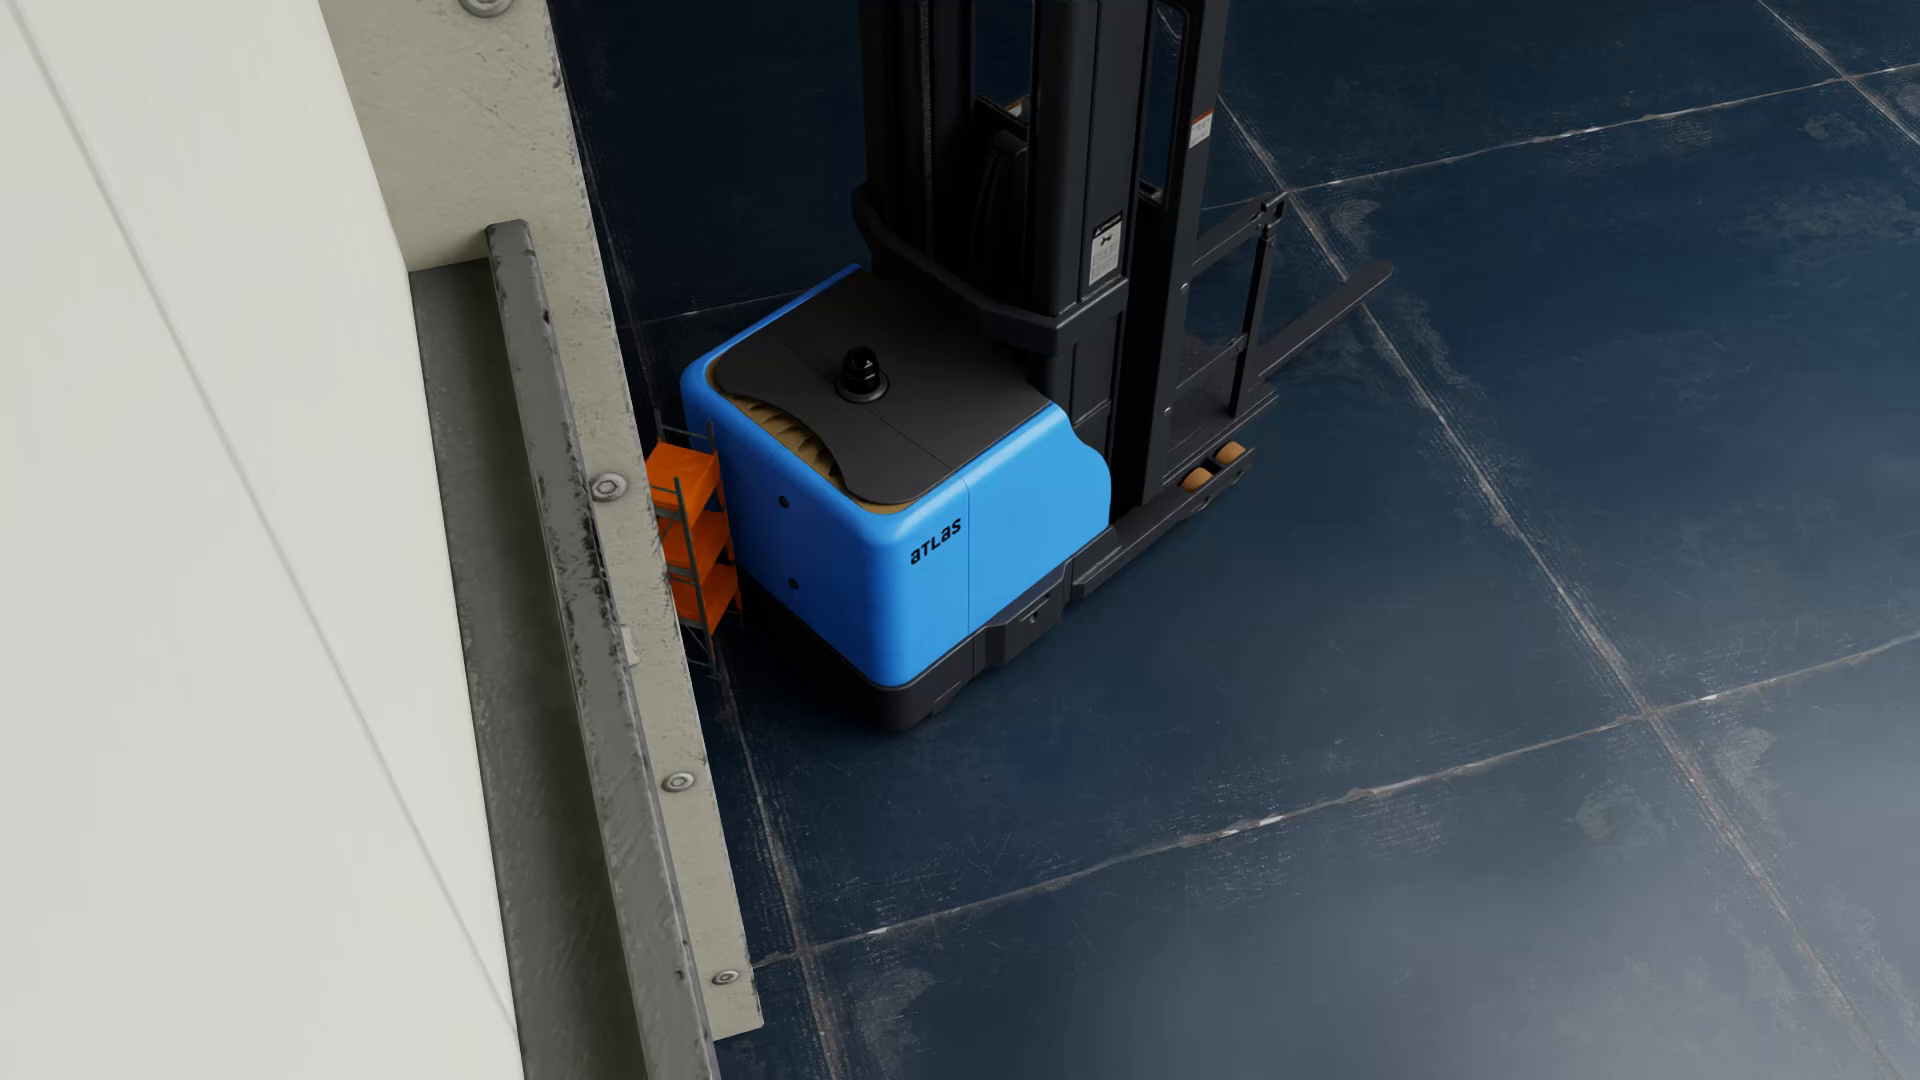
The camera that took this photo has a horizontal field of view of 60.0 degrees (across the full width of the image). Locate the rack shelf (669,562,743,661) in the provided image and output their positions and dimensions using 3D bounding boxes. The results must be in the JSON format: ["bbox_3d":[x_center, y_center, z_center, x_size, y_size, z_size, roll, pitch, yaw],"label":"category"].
[{"bbox_3d":[-0.907,0.225,5.751,0.215,0.259,0.240,14,51,12],"label":"rack shelf"}]

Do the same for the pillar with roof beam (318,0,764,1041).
[{"bbox_3d":[3.317,-2.519,2.487,9.100,9.000,0.400,-13,51,-11],"label":"pillar with roof beam"}]

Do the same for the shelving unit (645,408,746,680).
[{"bbox_3d":[-0.907,0.039,5.530,0.215,1.050,0.252,14,51,12],"label":"shelving unit"}]

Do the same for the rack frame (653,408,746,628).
[{"bbox_3d":[-0.868,-0.049,5.605,0.200,1.050,0.008,14,51,12],"label":"rack frame"}]

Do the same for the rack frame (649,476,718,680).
[{"bbox_3d":[-0.945,0.128,5.456,0.200,1.050,0.008,14,51,12],"label":"rack frame"}]

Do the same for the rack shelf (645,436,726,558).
[{"bbox_3d":[-0.907,-0.137,5.321,0.215,0.259,0.240,14,51,12],"label":"rack shelf"}]

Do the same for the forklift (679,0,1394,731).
[{"bbox_3d":[0.492,-1.314,5.440,3.031,2.935,1.130,-37,59,-27],"label":"forklift"}]

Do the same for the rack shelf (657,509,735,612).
[{"bbox_3d":[-0.907,0.046,5.538,0.215,0.259,0.240,14,51,12],"label":"rack shelf"}]
